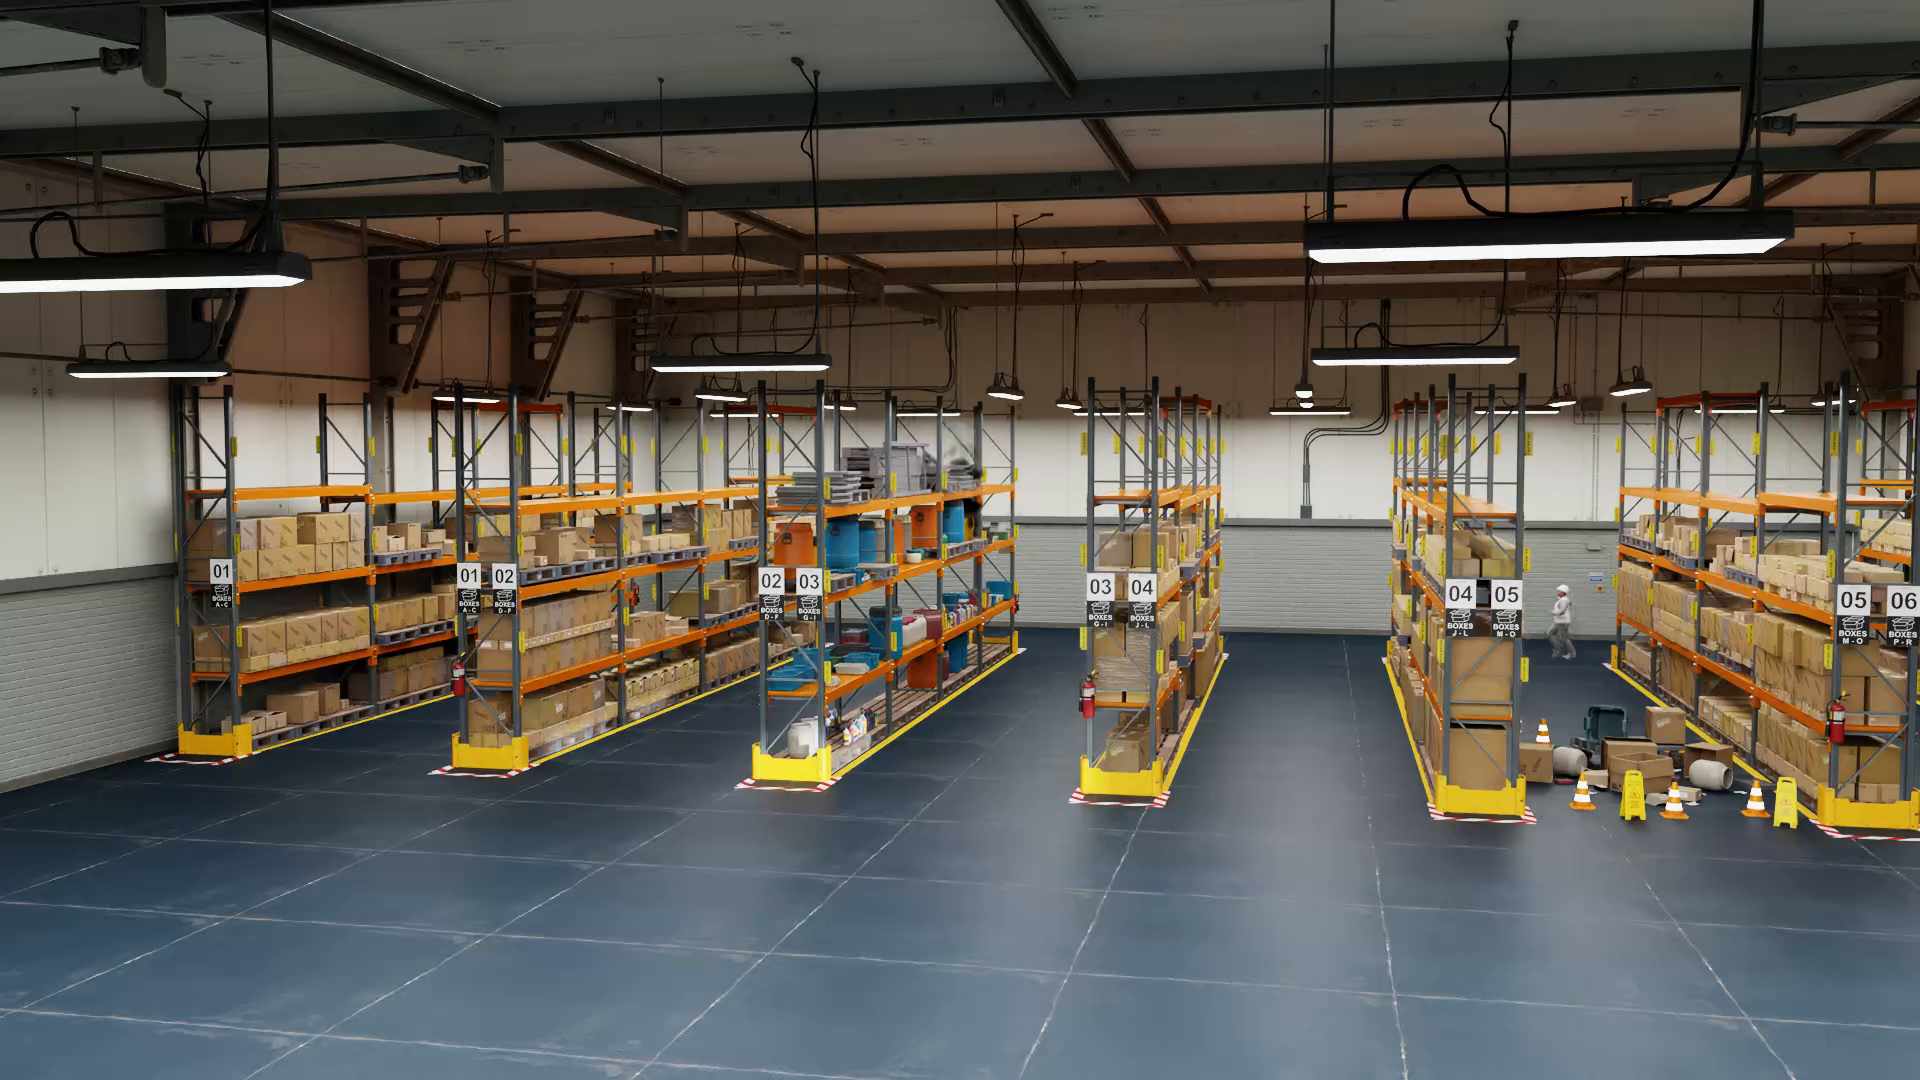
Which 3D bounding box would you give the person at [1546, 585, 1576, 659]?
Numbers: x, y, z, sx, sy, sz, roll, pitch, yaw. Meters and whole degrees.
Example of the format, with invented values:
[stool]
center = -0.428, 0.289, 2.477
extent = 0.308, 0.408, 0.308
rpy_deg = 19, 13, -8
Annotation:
[person]
center = 14.154, 1.943, 39.070
extent = 0.675, 1.784, 0.645
rpy_deg = 1, 3, 10
